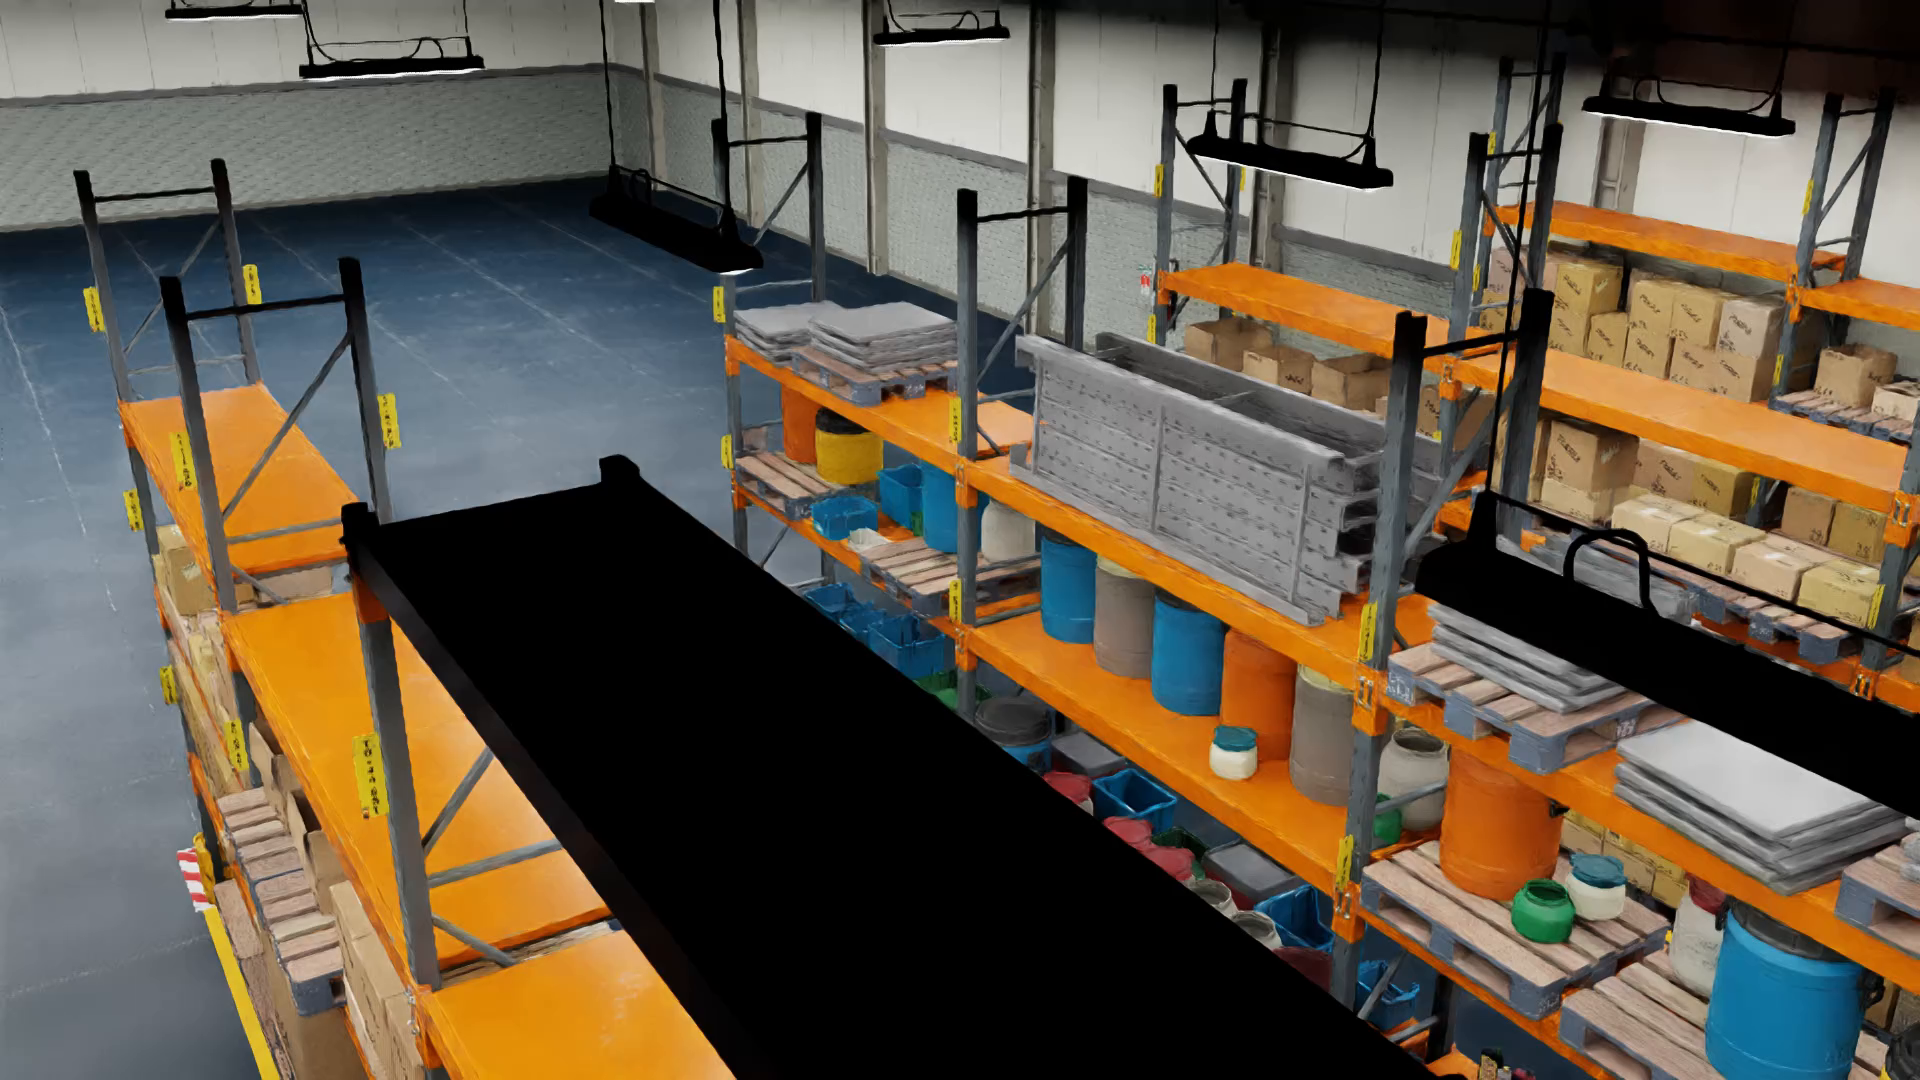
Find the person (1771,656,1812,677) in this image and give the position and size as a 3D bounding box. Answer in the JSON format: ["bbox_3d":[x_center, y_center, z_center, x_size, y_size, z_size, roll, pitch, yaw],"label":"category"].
[{"bbox_3d":[8.190,1.147,16.344,0.811,1.608,0.630,18,28,37],"label":"person"}]
